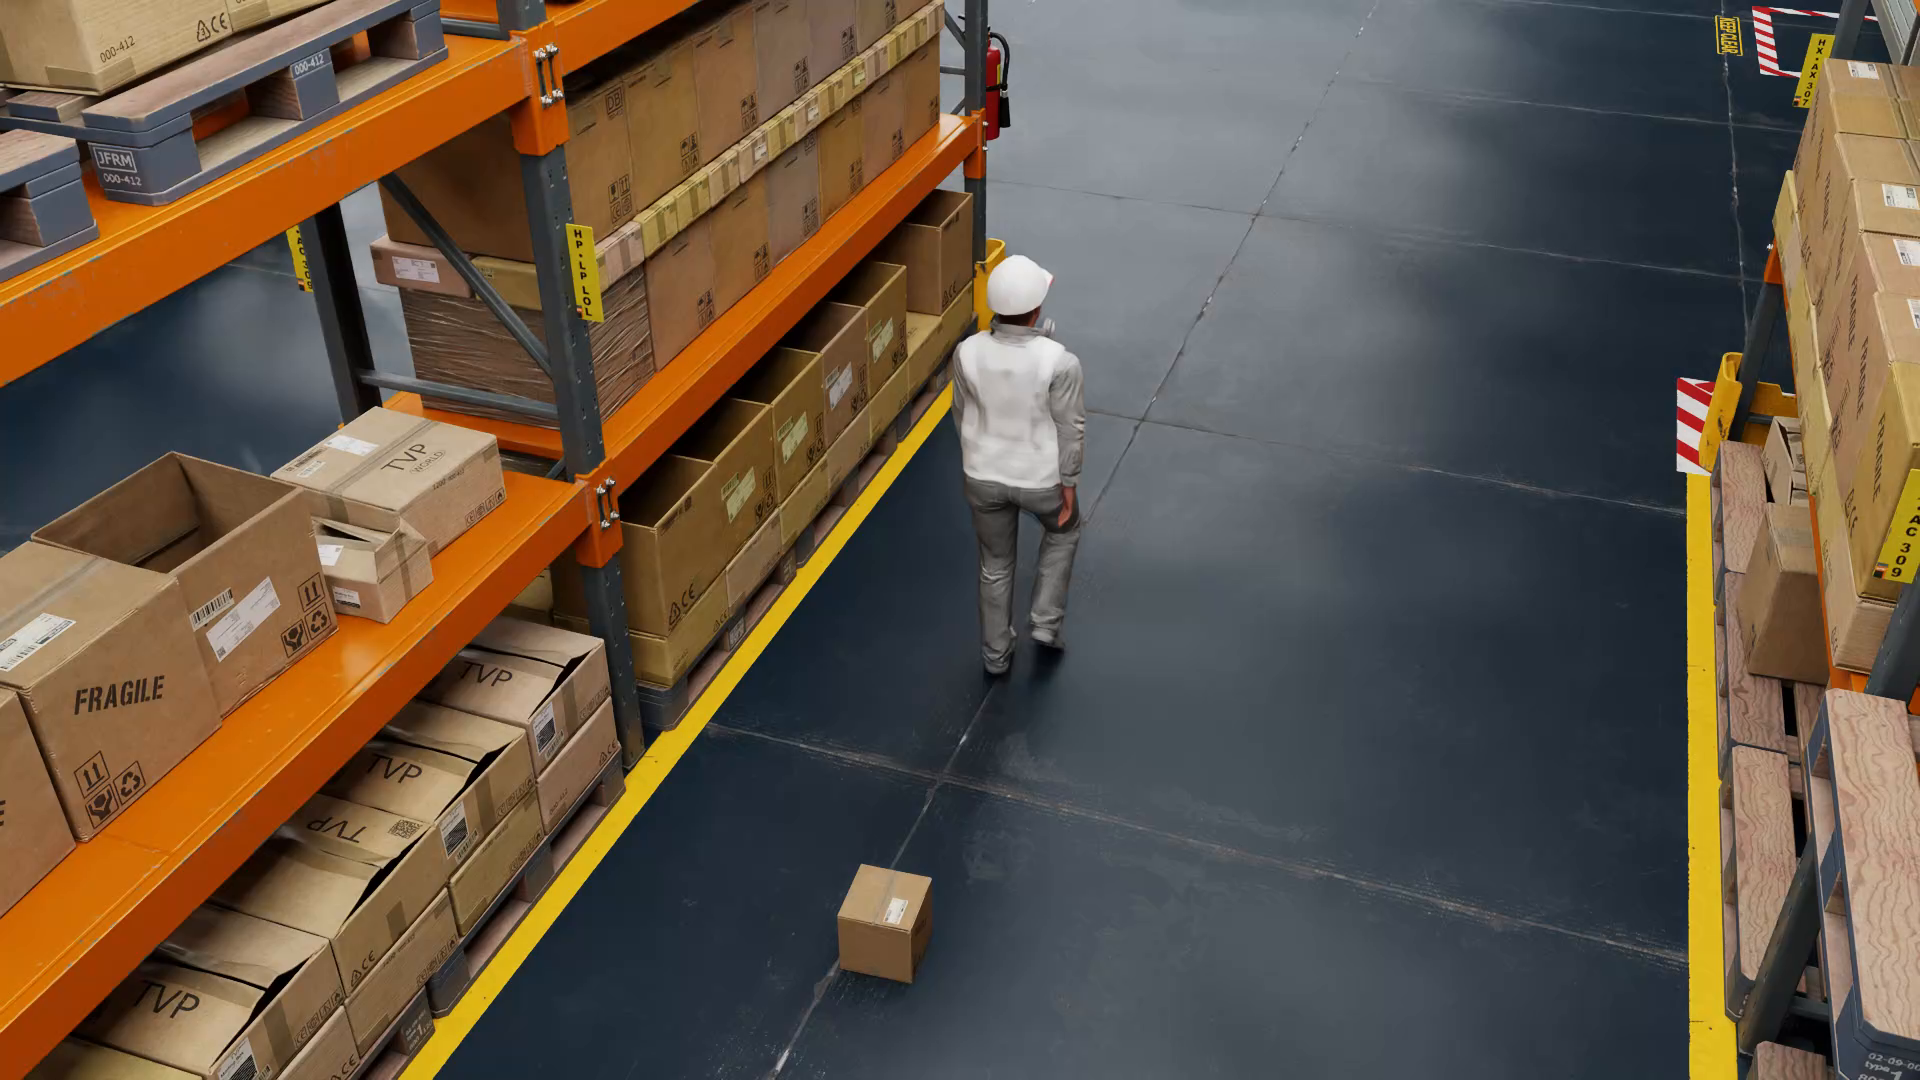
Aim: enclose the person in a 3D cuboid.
[{"bbox_3d":[0.232,-0.274,6.534,0.547,1.816,0.501,8,34,12],"label":"person"}]
